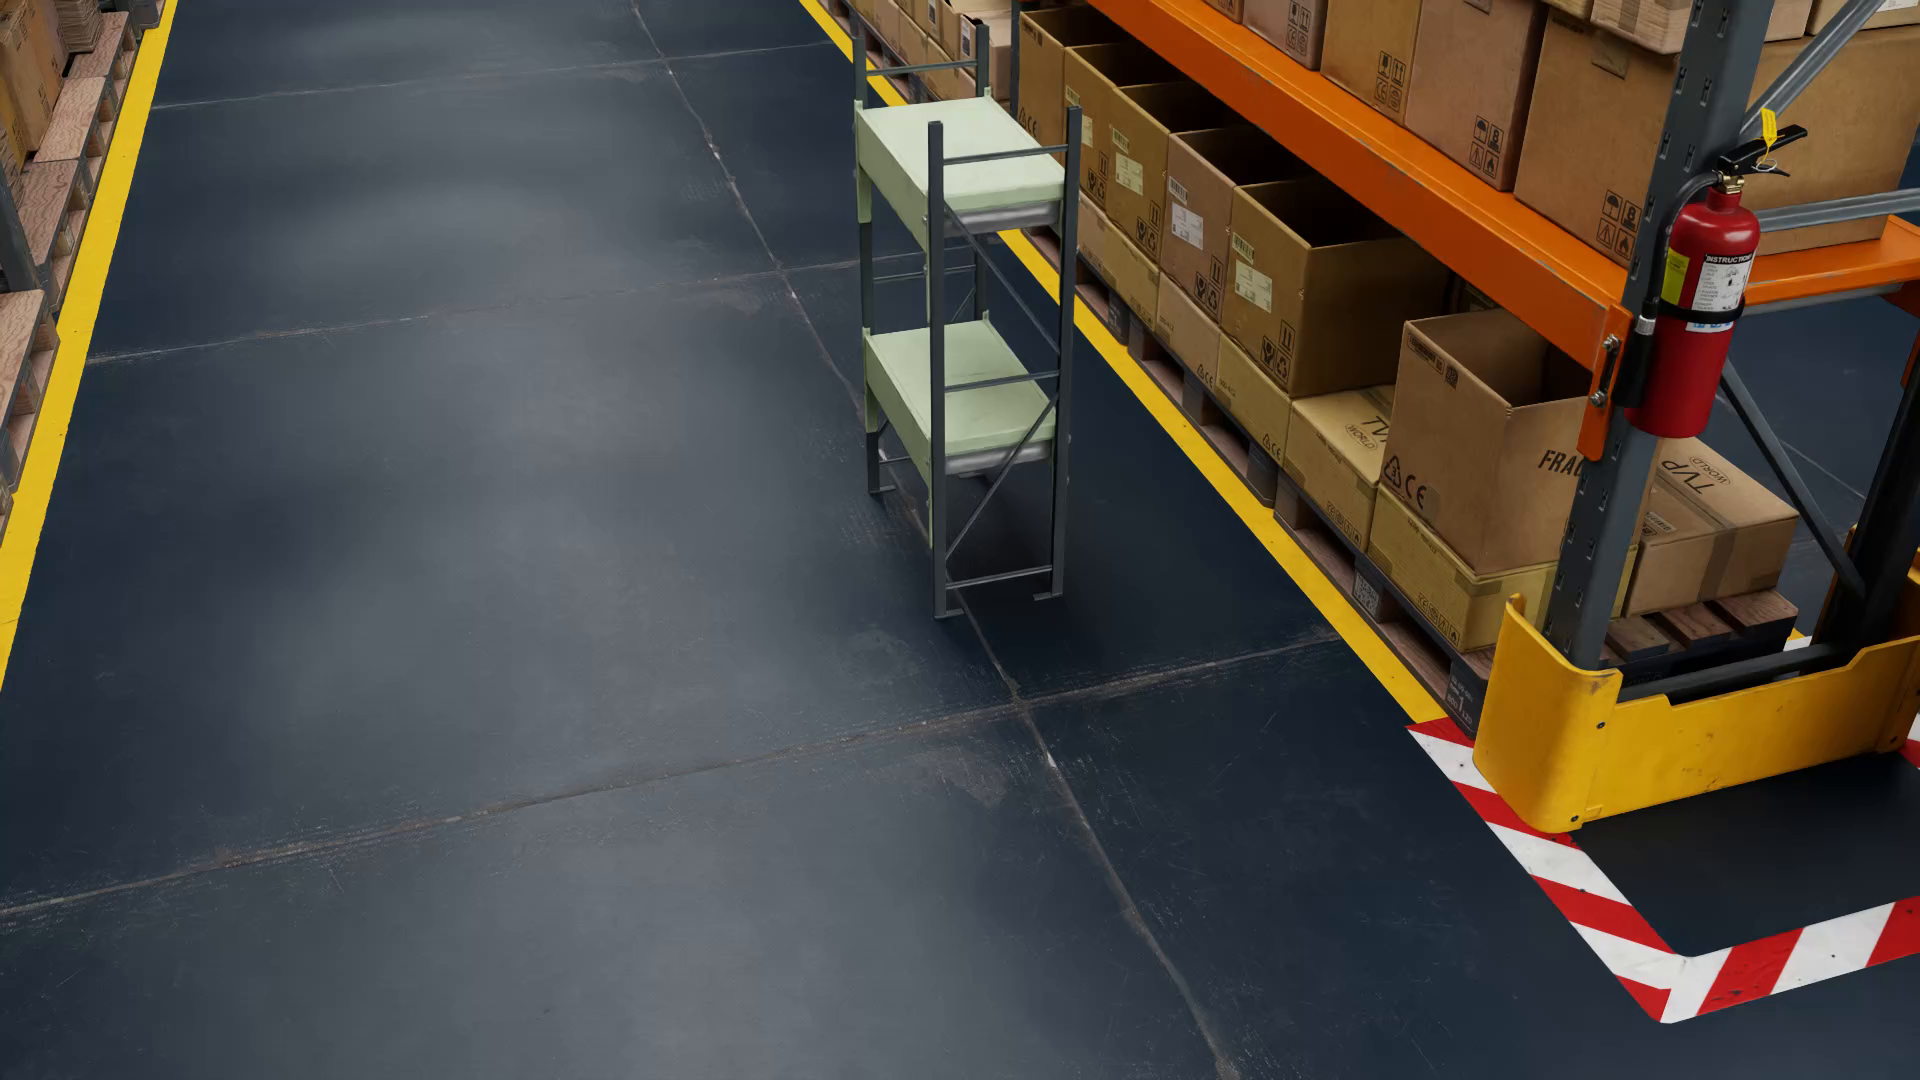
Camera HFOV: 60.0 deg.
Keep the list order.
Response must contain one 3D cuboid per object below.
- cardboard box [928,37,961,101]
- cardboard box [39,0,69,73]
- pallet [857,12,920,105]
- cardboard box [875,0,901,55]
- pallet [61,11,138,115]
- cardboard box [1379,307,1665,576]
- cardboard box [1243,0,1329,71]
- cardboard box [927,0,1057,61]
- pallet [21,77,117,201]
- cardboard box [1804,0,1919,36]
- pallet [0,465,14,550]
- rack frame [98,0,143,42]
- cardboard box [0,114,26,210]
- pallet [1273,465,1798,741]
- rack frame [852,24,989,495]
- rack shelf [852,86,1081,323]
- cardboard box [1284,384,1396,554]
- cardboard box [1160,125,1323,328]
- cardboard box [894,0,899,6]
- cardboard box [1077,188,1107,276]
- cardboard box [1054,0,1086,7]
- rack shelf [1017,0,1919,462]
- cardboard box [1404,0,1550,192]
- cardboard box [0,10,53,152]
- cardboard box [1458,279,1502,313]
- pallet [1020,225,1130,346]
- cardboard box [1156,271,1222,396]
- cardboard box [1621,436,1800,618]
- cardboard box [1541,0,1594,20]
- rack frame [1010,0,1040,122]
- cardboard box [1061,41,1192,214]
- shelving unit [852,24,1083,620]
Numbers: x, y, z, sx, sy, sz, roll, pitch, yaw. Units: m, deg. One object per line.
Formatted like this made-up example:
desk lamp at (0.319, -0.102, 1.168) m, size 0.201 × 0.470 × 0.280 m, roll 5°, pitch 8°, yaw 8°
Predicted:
cardboard box at (0.156, -2.275, 8.085) m, size 0.500 × 0.250 × 0.500 m, roll -11°, pitch 35°, yaw -15°
cardboard box at (-4.910, -2.558, 8.269) m, size 0.700 × 0.500 × 0.500 m, roll -10°, pitch 35°, yaw -15°
pallet at (0.073, -2.670, 9.100) m, size 1.003 × 0.211 × 1.213 m, roll -10°, pitch 35°, yaw -15°
cardboard box at (-0.155, -2.811, 8.896) m, size 0.500 × 0.250 × 0.500 m, roll -9°, pitch 35°, yaw -14°
pallet at (-4.989, -2.503, 8.847) m, size 1.003 × 0.211 × 1.213 m, roll -10°, pitch 35°, yaw -15°
cardboard box at (1.484, -0.284, 4.392) m, size 0.500 × 0.500 × 0.500 m, roll -10°, pitch 35°, yaw -15°
cardboard box at (1.326, -1.813, 5.182) m, size 0.700 × 0.500 × 0.500 m, roll -9°, pitch 35°, yaw -13°
cardboard box at (0.150, -2.510, 7.933) m, size 0.500 × 0.311 × 0.500 m, roll -9°, pitch 35°, yaw -13°
pallet at (-4.620, -1.864, 7.879) m, size 1.003 × 0.211 × 1.213 m, roll -10°, pitch 35°, yaw -15°
cardboard box at (2.016, -1.266, 3.767) m, size 0.380 × 0.149 × 0.250 m, roll -10°, pitch 35°, yaw -15°
pallet at (-3.391, 0.175, 4.794) m, size 1.003 × 0.211 × 1.213 m, roll -10°, pitch 35°, yaw -15°
rack frame at (-5.226, -4.077, 8.699) m, size 1.000 × 3.000 × 0.127 m, roll -10°, pitch 35°, yaw -15°
cardboard box at (-4.246, -1.501, 6.669) m, size 0.700 × 0.500 × 0.500 m, roll -9°, pitch 34°, yaw -13°
pallet at (1.658, 0.057, 4.972) m, size 1.003 × 0.211 × 1.213 m, roll -10°, pitch 35°, yaw -15°
rack frame at (-0.110, -0.814, 5.122) m, size 0.400 × 1.500 × 0.023 m, roll -10°, pitch 35°, yaw -15°
rack shelf at (0.002, -0.948, 4.616) m, size 0.431 × 0.370 × 0.720 m, roll -10°, pitch 35°, yaw -15°
cardboard box at (1.322, -0.232, 4.994) m, size 0.500 × 0.250 × 0.500 m, roll -10°, pitch 35°, yaw -15°
cardboard box at (1.014, -1.069, 5.581) m, size 0.500 × 0.500 × 0.500 m, roll -10°, pitch 35°, yaw -15°
cardboard box at (-0.150, -3.037, 8.730) m, size 0.500 × 0.311 × 0.500 m, roll -10°, pitch 35°, yaw -15°
cardboard box at (0.711, -1.282, 6.583) m, size 0.500 × 0.250 × 0.500 m, roll -10°, pitch 35°, yaw -15°
cardboard box at (0.674, -2.596, 8.063) m, size 0.500 × 0.311 × 0.500 m, roll -10°, pitch 35°, yaw -15°
rack shelf at (1.321, -1.462, 5.394) m, size 1.077 × 0.370 × 4.000 m, roll -10°, pitch 35°, yaw -15°
cardboard box at (1.636, -1.276, 4.369) m, size 0.700 × 0.500 × 0.500 m, roll -9°, pitch 35°, yaw -13°
cardboard box at (-4.568, -2.039, 7.483) m, size 0.700 × 0.500 × 0.500 m, roll -10°, pitch 35°, yaw -14°
cardboard box at (1.825, -0.634, 4.921) m, size 0.500 × 0.500 × 0.500 m, roll -10°, pitch 35°, yaw -15°
pallet at (0.914, -1.224, 6.911) m, size 1.003 × 0.211 × 1.213 m, roll -10°, pitch 35°, yaw -15°
cardboard box at (1.017, -0.757, 5.788) m, size 0.500 × 0.250 × 0.500 m, roll -10°, pitch 35°, yaw -15°
cardboard box at (1.979, -0.059, 4.731) m, size 0.500 × 0.250 × 0.500 m, roll -10°, pitch 35°, yaw -15°
cardboard box at (1.552, -1.330, 3.863) m, size 0.380 × 0.149 × 0.250 m, roll -9°, pitch 35°, yaw -14°
rack frame at (0.711, -2.812, 6.785) m, size 1.000 × 3.000 × 0.127 m, roll -10°, pitch 35°, yaw -15°
cardboard box at (0.714, -1.595, 6.377) m, size 0.500 × 0.500 × 0.500 m, roll -10°, pitch 35°, yaw -15°
shelving unit at (0.002, -0.622, 4.831) m, size 0.431 × 1.500 × 0.755 m, roll -10°, pitch 35°, yaw -15°
